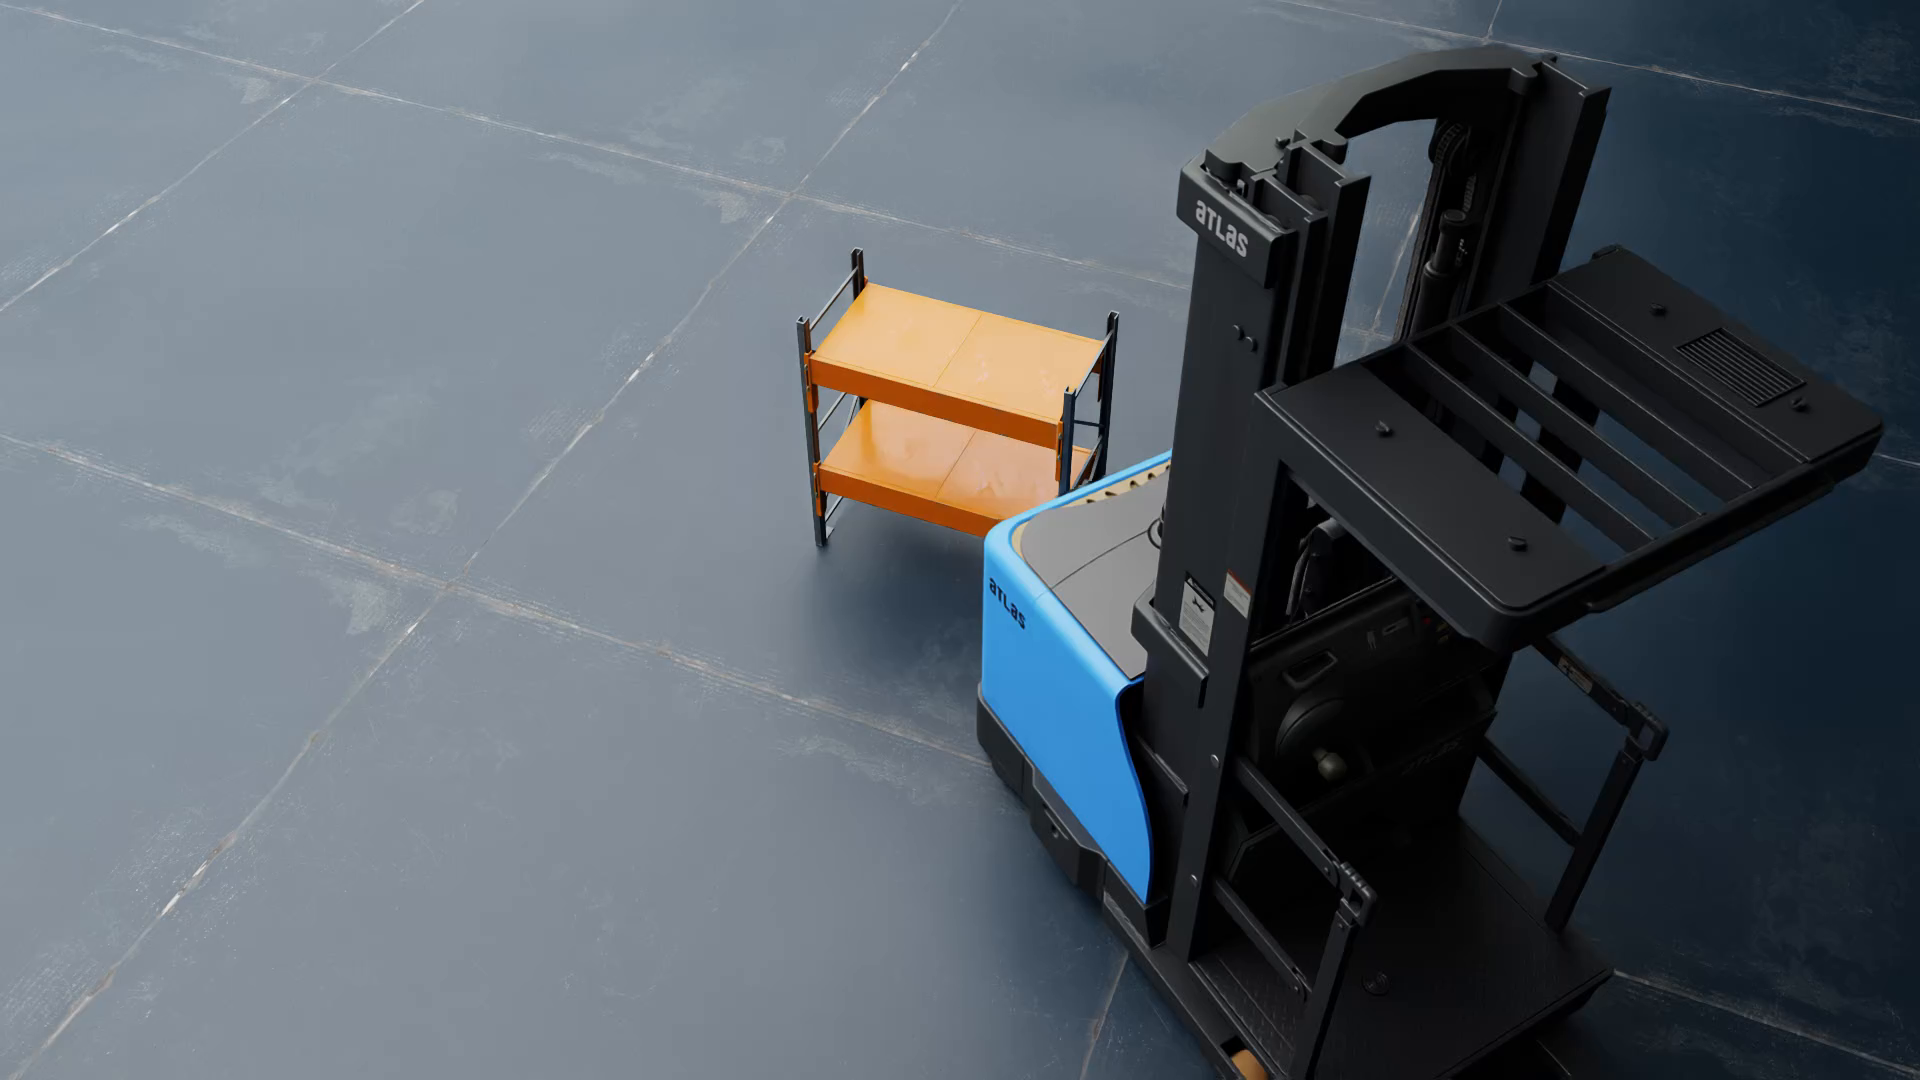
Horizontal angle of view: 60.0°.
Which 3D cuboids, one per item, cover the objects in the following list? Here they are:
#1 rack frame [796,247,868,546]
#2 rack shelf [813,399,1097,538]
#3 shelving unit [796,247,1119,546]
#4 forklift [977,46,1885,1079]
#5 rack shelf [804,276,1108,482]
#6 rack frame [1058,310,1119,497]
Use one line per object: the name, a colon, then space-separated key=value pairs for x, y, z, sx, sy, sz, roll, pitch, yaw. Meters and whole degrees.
rack frame: x=-0.475 y=-0.539 z=6.494 sx=0.032 sy=1.125 sz=0.500 roll=16 pitch=47 yaw=16
rack shelf: x=-0.006 y=-0.227 z=6.528 sx=1.000 sy=0.278 sz=0.538 roll=16 pitch=47 yaw=16
shelving unit: x=-0.006 y=-0.401 z=6.355 sx=1.048 sy=1.125 sz=0.538 roll=16 pitch=47 yaw=16
forklift: x=1.248 y=0.405 z=4.265 sx=1.130 sy=2.935 sz=3.031 roll=-23 pitch=49 yaw=-21
rack shelf: x=-0.006 y=-0.608 z=6.149 sx=1.000 sy=0.278 sz=0.538 roll=16 pitch=47 yaw=16
rack frame: x=0.463 y=-0.263 z=6.216 sx=0.032 sy=1.125 sz=0.500 roll=16 pitch=47 yaw=16
